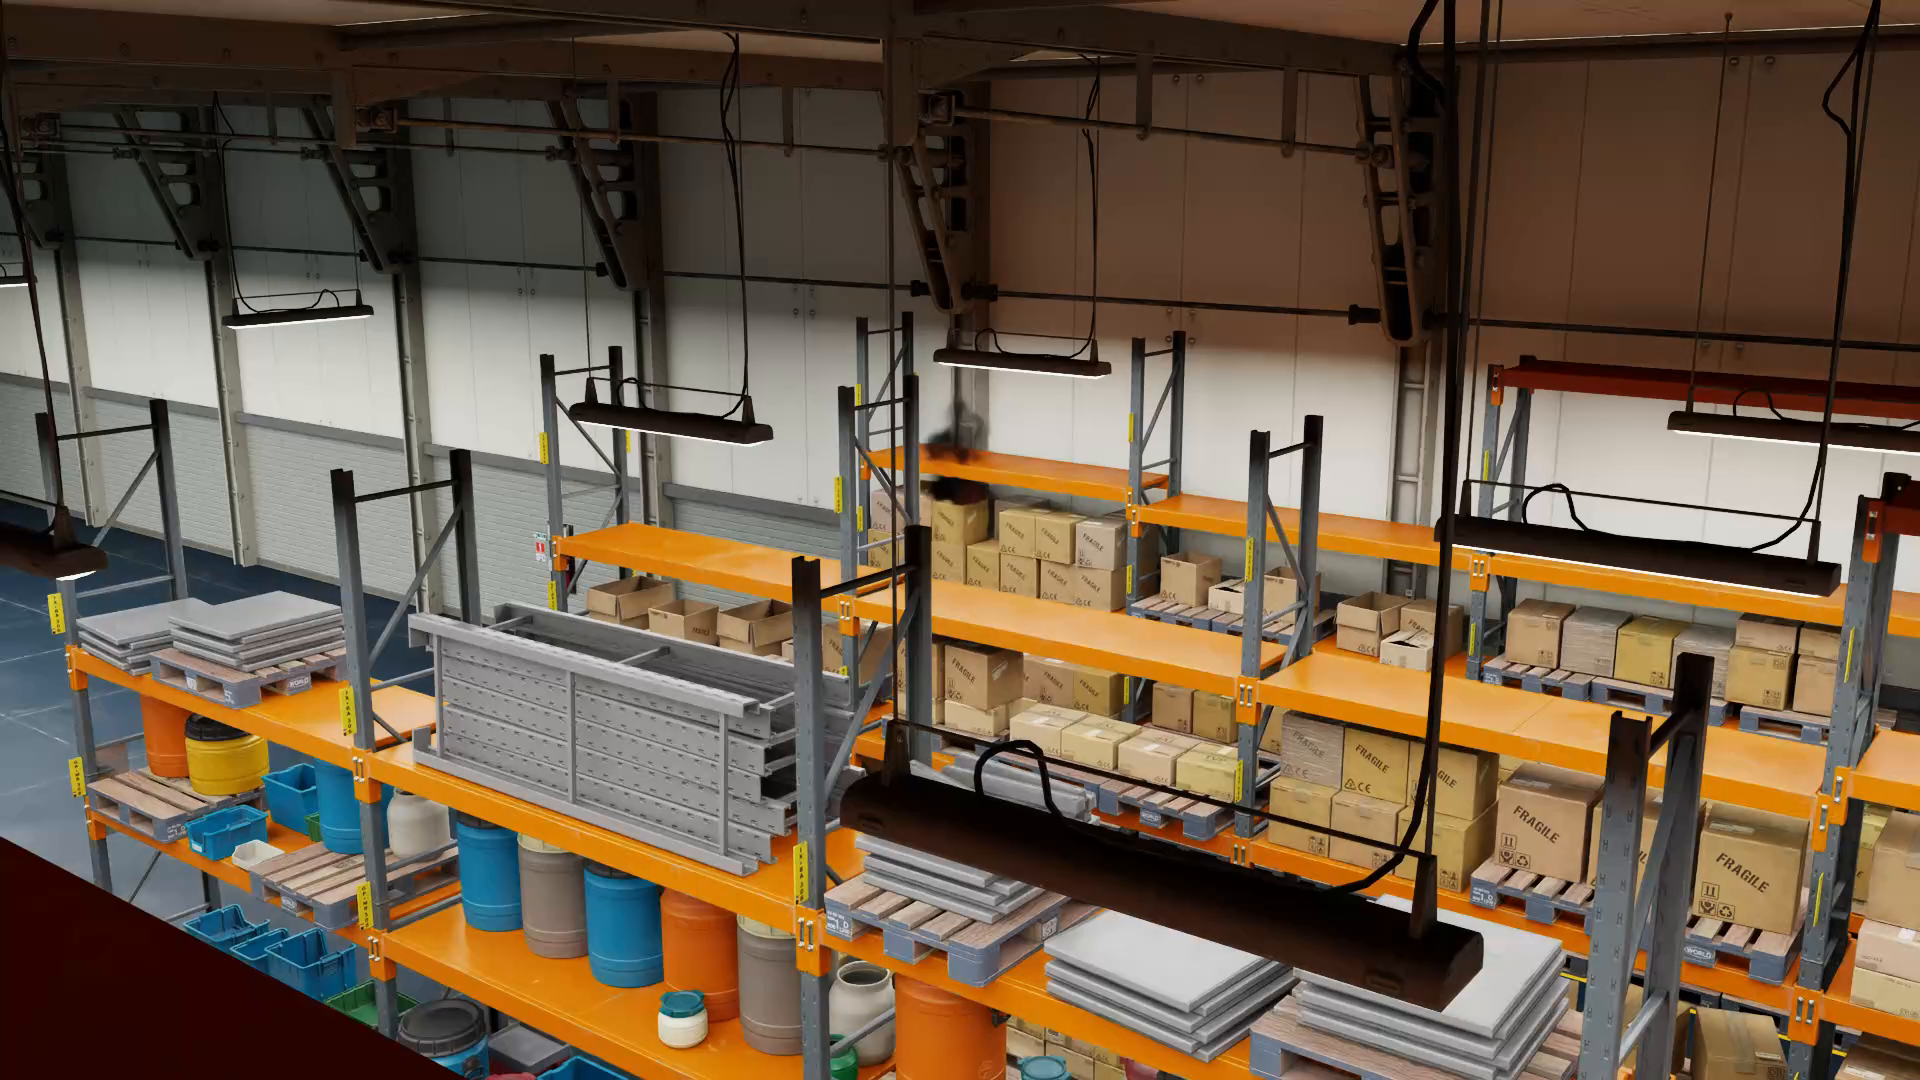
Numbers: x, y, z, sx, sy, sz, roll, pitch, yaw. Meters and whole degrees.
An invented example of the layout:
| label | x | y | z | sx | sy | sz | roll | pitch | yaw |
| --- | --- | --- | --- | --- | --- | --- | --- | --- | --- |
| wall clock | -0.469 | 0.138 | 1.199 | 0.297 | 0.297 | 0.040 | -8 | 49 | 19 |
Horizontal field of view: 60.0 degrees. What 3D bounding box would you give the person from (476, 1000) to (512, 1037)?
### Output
| label | x | y | z | sx | sy | sz | roll | pitch | yaw |
| --- | --- | --- | --- | --- | --- | --- | --- | --- | --- |
| person | -4.109 | 3.909 | 14.774 | 0.799 | 1.690 | 0.618 | 6 | 14 | 23 |
